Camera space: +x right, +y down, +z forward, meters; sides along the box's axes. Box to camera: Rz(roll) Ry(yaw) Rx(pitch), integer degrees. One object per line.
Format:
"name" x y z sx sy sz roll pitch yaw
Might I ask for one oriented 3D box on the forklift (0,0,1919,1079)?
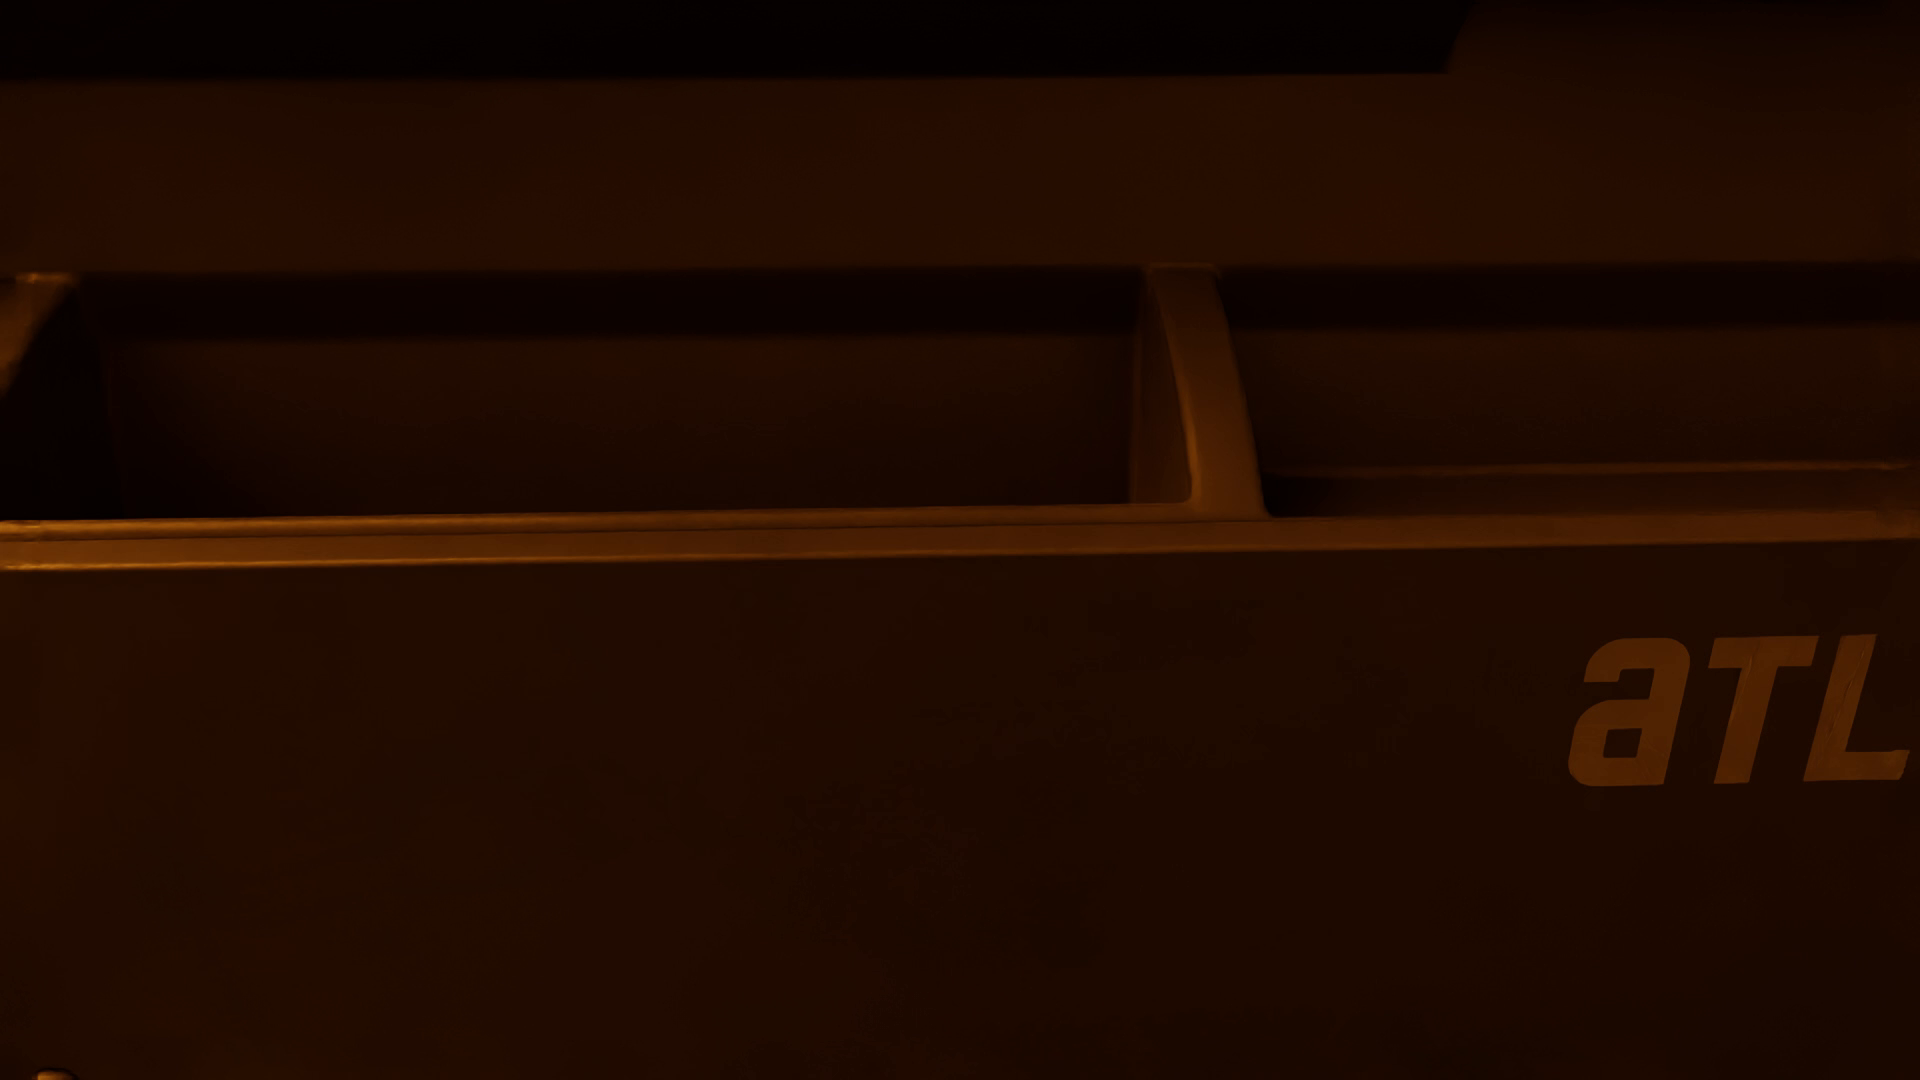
"forklift" 0.111 -0.423 0.292 1.130 2.935 3.031 -1 17 -3
